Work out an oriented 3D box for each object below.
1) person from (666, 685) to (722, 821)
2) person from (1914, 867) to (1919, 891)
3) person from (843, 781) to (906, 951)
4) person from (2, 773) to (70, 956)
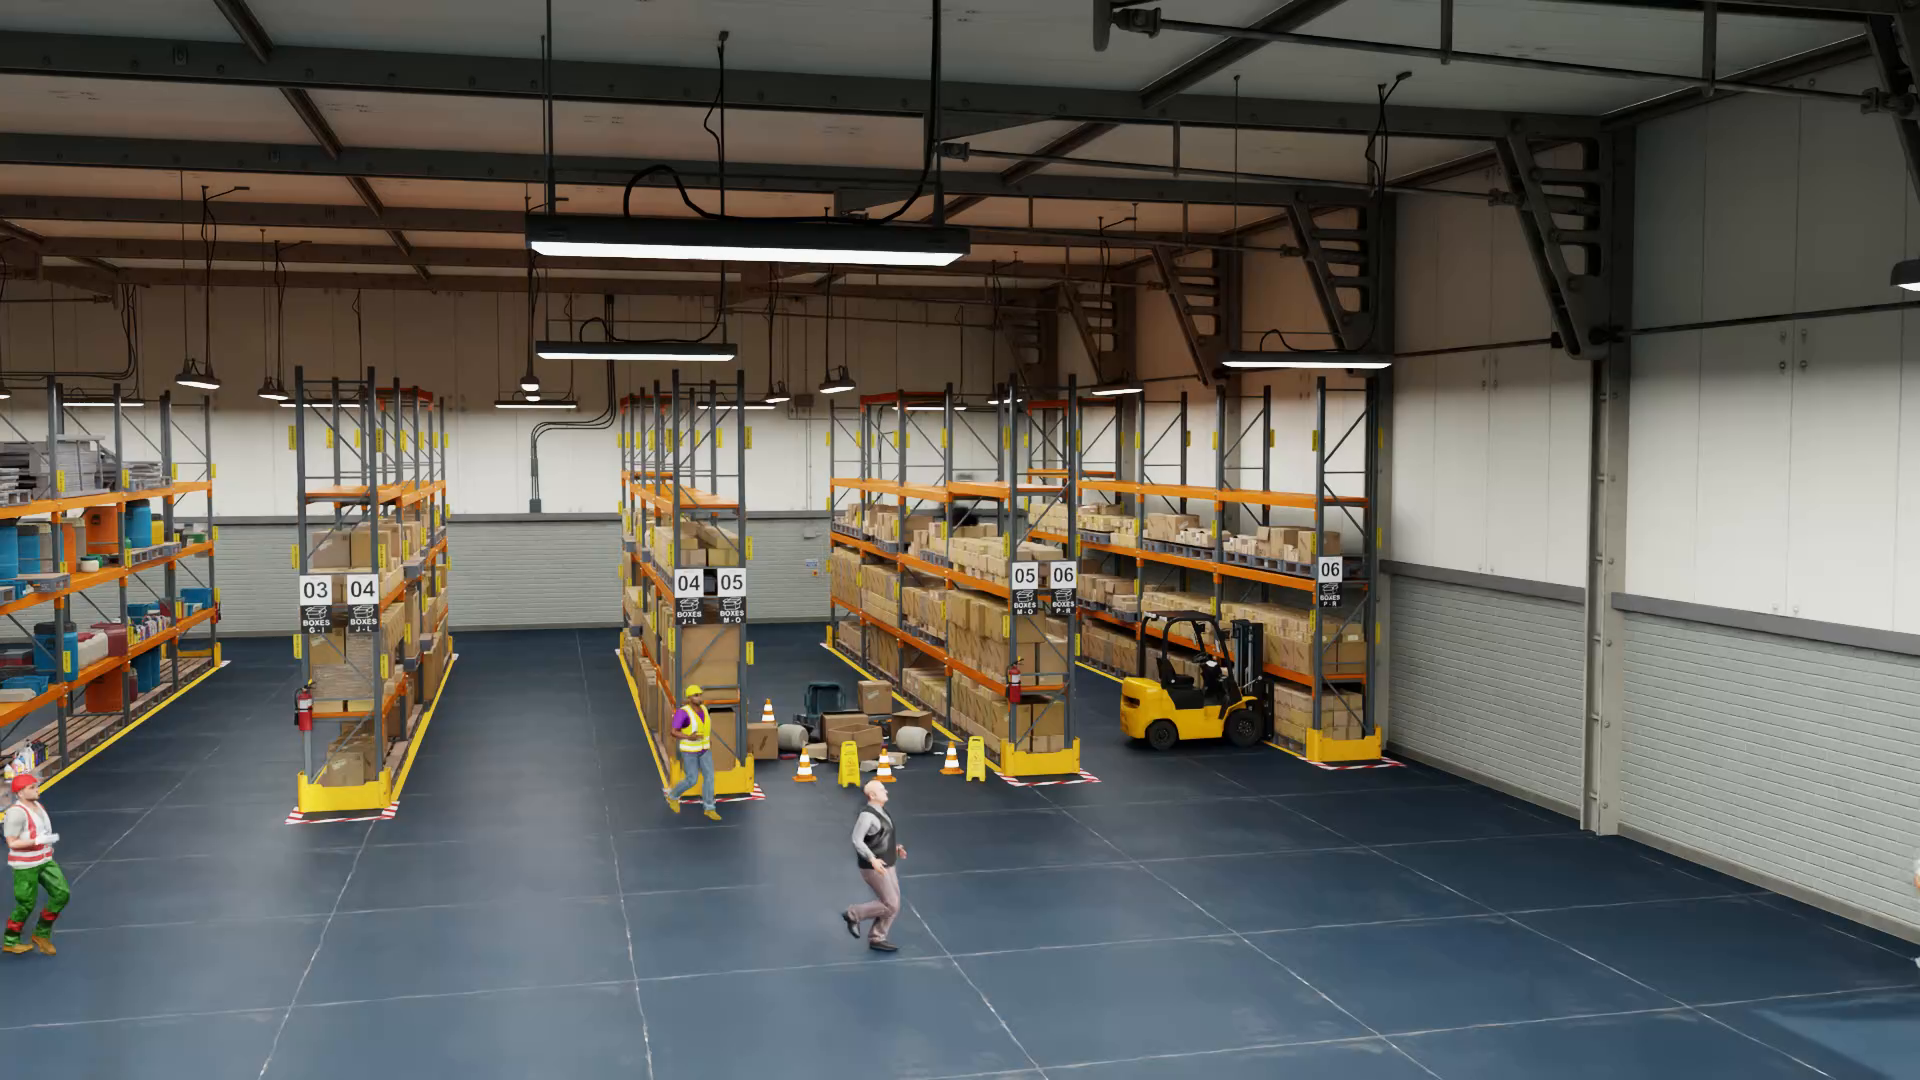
[{"bbox_3d":[-3.535,2.804,22.026,0.852,1.789,0.718,2,4,32],"label":"person"},{"bbox_3d":[8.837,3.308,14.723,0.622,1.630,0.745,-2,4,-27],"label":"person"},{"bbox_3d":[-0.839,3.196,16.326,0.583,1.679,0.665,1,4,14],"label":"person"},{"bbox_3d":[-8.937,3.153,16.083,0.681,1.809,0.635,0,3,7],"label":"person"}]
